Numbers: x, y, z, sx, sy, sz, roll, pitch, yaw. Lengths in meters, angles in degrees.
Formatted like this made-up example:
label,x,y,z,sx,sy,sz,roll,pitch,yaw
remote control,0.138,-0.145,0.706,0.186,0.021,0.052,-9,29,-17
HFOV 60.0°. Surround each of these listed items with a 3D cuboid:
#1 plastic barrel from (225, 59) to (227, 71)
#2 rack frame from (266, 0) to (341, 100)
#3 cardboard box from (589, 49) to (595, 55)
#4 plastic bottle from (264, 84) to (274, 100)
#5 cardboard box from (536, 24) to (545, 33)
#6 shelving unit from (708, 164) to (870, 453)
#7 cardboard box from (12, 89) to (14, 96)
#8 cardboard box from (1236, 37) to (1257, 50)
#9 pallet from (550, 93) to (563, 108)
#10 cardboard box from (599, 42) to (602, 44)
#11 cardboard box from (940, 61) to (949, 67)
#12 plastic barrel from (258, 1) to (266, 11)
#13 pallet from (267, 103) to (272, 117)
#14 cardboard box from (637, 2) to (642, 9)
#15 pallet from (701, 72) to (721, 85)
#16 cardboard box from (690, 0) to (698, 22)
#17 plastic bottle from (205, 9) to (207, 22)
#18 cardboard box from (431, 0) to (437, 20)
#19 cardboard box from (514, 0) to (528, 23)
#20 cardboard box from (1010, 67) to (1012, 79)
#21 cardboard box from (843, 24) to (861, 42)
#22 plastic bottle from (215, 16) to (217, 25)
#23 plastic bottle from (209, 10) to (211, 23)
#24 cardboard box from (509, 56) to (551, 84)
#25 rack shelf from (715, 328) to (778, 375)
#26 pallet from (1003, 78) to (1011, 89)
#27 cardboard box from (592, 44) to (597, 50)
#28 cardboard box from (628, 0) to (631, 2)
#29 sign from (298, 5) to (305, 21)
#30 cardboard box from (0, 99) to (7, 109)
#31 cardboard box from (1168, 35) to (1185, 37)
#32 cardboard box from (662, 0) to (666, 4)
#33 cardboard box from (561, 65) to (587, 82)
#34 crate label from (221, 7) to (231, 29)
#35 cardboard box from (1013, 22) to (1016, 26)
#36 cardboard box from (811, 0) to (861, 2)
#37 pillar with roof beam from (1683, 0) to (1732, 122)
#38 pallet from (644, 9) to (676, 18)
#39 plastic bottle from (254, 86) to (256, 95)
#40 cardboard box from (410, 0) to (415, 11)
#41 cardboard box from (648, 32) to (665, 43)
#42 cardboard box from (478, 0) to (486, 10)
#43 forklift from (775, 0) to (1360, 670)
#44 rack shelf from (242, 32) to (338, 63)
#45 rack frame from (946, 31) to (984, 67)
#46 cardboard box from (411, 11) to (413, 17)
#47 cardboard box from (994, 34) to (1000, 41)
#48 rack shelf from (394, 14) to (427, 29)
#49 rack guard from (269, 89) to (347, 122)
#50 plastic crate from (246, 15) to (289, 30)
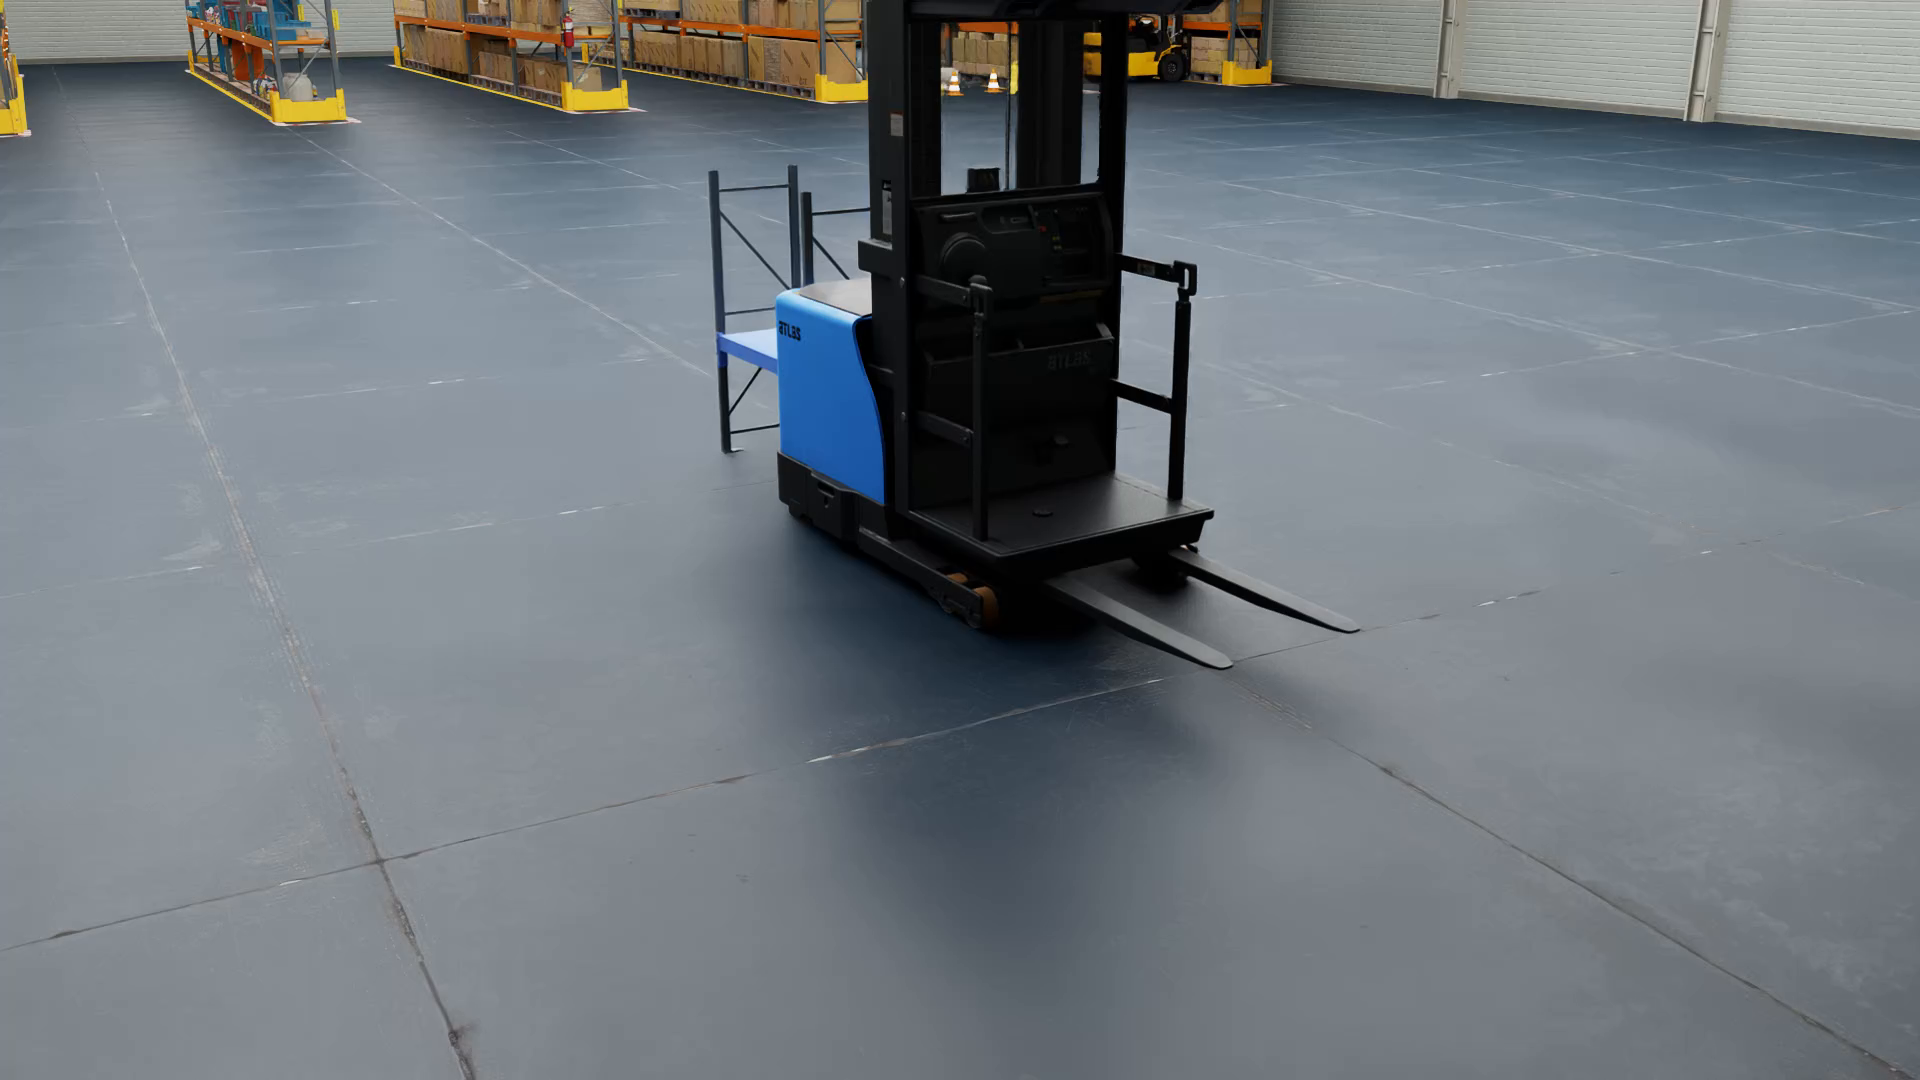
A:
label,x,y,z,sx,sy,sz,roll,pitch,yaw
plastic barrel,-15.967,-10.508,36.654,0.421,0.512,0.421,0,19,0
rack frame,-11.038,-8.578,27.893,1.000,3.000,0.127,-10,21,-27
cardboard box,-9.897,-13.329,45.386,0.380,0.149,0.250,-10,21,-26
plastic bottle,-12.392,-8.035,29.818,0.152,0.276,0.135,-10,21,-26
cardboard box,-7.801,-9.691,31.502,0.380,0.149,0.250,-10,21,-27
shelving unit,-0.798,-1.087,8.482,0.538,1.500,1.048,-12,22,-31
cardboard box,-17.272,-8.013,29.827,0.500,0.250,0.500,-11,22,-28
cardboard box,6.347,-11.189,37.497,0.500,0.250,0.500,-10,22,-27
pallet,-7.070,-8.288,31.326,1.003,0.211,1.213,-10,21,-27
cardboard box,-9.480,-13.396,44.669,0.380,0.149,0.250,-11,22,-29
cardboard box,-0.546,-10.330,36.797,0.500,0.500,0.500,4,19,11
plastic barrel,-13.547,-10.310,32.703,0.433,0.535,0.433,0,19,0
pallet,-11.497,-7.509,29.068,1.003,0.211,1.213,-10,21,-27
cardboard box,-7.691,-13.129,40.821,0.380,0.149,0.250,-11,22,-29
pallet,-5.182,-10.475,37.665,1.003,0.211,1.213,-10,21,-27
cardboard box,-5.845,-12.112,37.981,0.500,0.500,0.500,-10,22,-27
plastic bottle,-16.938,-11.797,37.398,0.061,0.283,0.133,-10,21,-27
cardboard box,-12.140,-12.523,39.170,0.500,0.500,0.500,-10,21,-27
cardboard box,-8.213,-10.394,32.545,0.875,0.500,0.500,-10,21,-27
cardboard box,1.410,-9.976,35.516,0.500,0.250,0.500,-10,21,-27
cardboard box,-2.431,-12.839,42.854,0.875,0.875,0.875,-10,21,-26
plastic bottle,-15.876,-11.129,35.589,0.097,0.201,0.097,0,19,0
plastic bottle,-16.516,-11.542,36.659,0.061,0.283,0.133,-10,21,-27
cardboard box,-8.851,-9.700,34.300,0.700,0.500,0.500,-12,22,-31
rack shelf,-0.798,-0.917,8.541,0.538,0.185,1.000,-12,22,-31
pallet,1.651,-9.823,35.774,1.003,0.211,1.213,-10,21,-27
cardboard box,-9.761,-13.392,45.113,0.380,0.149,0.250,-10,21,-27
cardboard box,-8.057,-13.491,41.417,0.380,0.149,0.250,-10,22,-28
sign,-12.448,-9.939,31.413,0.100,0.325,0.005,-10,21,-27
cardboard box,-15.458,-6.899,26.598,0.500,0.250,0.500,-10,21,-27
cardboard box,4.943,-11.693,38.958,0.500,0.250,0.500,-9,21,-25
cardboard box,-6.829,-12.749,39.266,0.380,0.149,0.250,-9,21,-25
cardboard box,-7.275,-8.710,31.464,0.500,0.500,0.500,-4,20,-12
crate label,-14.603,-10.564,33.594,0.502,0.435,0.616,-10,21,-27
cardboard box,1.356,-10.968,35.204,0.380,0.149,0.250,-10,22,-28
cardboard box,-2.408,-10.779,32.384,0.875,0.550,0.550,-10,21,-27
pillar with roof beam,8.781,-10.714,24.885,9.100,9.000,0.400,-10,21,-27
pallet,-7.041,-12.852,40.574,1.003,0.211,1.213,-10,21,-27
plastic bottle,-13.124,-8.423,31.059,0.097,0.201,0.097,0,19,0
cardboard box,-13.309,-13.241,41.179,0.500,0.250,0.500,-10,21,-26
cardboard box,-7.353,-12.348,40.857,0.500,0.250,0.500,-9,21,-25
cardboard box,-10.186,-11.739,36.255,0.500,0.500,0.500,-13,23,-33
forklift,0.350,-1.208,6.639,1.130,2.935,3.031,-12,22,-31
rack shelf,-11.988,-8.812,29.674,1.077,0.370,4.000,-10,21,-27
rack frame,0.143,-12.029,37.892,1.000,3.000,0.127,-10,21,-27
cardboard box,-13.421,-13.077,41.316,0.380,0.149,0.250,-10,22,-28
cardboard box,0.959,-10.873,35.972,0.380,0.149,0.250,-9,21,-24
rack shelf,-13.327,-13.024,41.880,1.077,0.370,4.000,-10,21,-27
rack guard,-11.116,-7.411,28.343,1.175,0.500,0.348,-10,21,-27
plastic crate,-12.801,-9.527,30.738,0.767,0.338,0.504,-10,21,-27
